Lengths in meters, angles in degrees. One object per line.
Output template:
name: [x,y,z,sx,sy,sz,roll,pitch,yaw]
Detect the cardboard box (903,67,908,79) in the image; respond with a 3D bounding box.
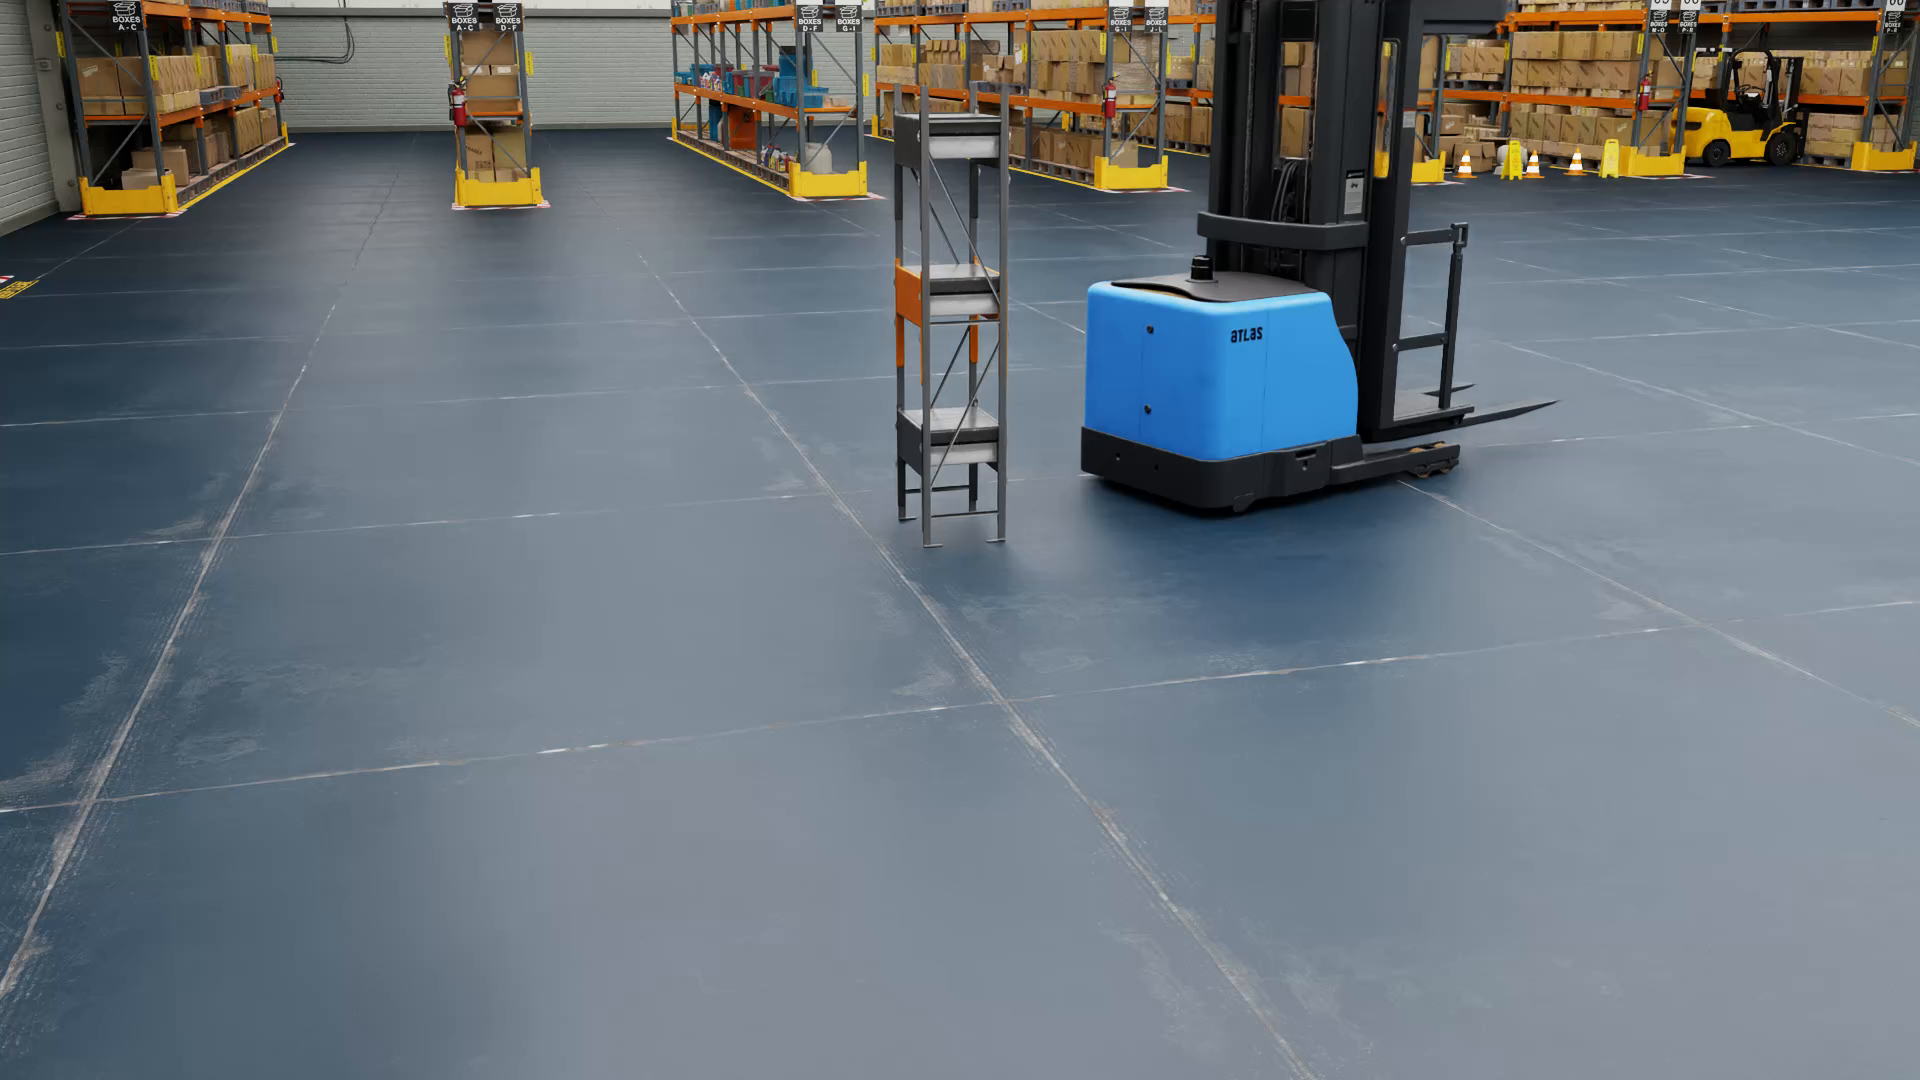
cardboard box: [-1.023,-10.778,38.363,0.500,0.250,0.500,-4,17,-14]

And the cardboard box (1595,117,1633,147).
cardboard box: [11.850,-7.372,30.025,0.500,0.500,0.500,-5,17,-15]

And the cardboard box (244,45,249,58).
cardboard box: [-14.287,-9.596,32.656,0.500,0.250,0.500,-4,17,-14]

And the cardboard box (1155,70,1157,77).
cardboard box: [4.466,-10.257,36.591,0.380,0.149,0.250,-4,17,-14]

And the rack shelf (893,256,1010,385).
rack shelf: [-0.045,-1.038,7.806,0.431,0.518,0.480,-5,17,-15]

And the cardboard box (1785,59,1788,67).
cardboard box: [16.234,-9.248,32.223,0.380,0.149,0.250,-5,17,-16]

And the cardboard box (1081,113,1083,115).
cardboard box: [3.147,-10.736,41.671,0.380,0.149,0.250,-5,17,-15]

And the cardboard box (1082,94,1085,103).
cardboard box: [2.247,-7.363,27.687,0.380,0.149,0.250,-5,17,-15]

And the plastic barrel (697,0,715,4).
plastic barrel: [-5.364,-11.609,35.205,0.433,0.535,0.433,0,17,0]

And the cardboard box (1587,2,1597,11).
cardboard box: [11.629,-9.677,30.175,0.380,0.149,0.250,-5,17,-17]

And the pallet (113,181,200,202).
pallet: [-12.037,-5.219,24.959,1.003,0.211,1.213,-5,17,-15]

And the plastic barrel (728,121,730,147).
plastic barrel: [-4.560,-8.258,33.824,0.421,0.512,0.421,0,17,0]

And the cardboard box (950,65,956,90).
cardboard box: [0.089,-9.660,34.723,0.500,0.500,0.500,-5,17,-16]

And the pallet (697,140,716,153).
pallet: [-5.095,-8.519,35.947,1.003,0.211,1.213,-5,17,-15]

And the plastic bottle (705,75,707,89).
plastic bottle: [-5.333,-9.635,35.016,0.061,0.283,0.133,-5,17,-15]

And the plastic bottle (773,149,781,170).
plastic bottle: [-3.026,-6.323,27.629,0.144,0.351,0.185,-4,17,-13]

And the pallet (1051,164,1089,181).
pallet: [2.251,-6.394,28.871,1.003,0.211,1.213,-5,17,-15]

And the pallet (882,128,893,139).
pallet: [-1.309,-10.019,40.940,1.003,0.211,1.213,-5,17,-15]

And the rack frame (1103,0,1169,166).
rack frame: [2.793,-7.144,26.521,1.000,3.000,0.127,-5,17,-15]

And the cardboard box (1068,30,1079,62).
cardboard box: [2.126,-8.222,27.681,0.500,0.500,0.500,-5,17,-15]

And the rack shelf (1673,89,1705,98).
rack shelf: [15.444,-9.636,36.067,1.077,0.370,4.000,-5,17,-15]

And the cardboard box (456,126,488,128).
cardboard box: [-7.861,-6.421,26.860,0.500,0.500,0.500,-5,17,-15]

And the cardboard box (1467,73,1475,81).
cardboard box: [10.581,-9.448,33.898,0.380,0.149,0.250,-5,17,-15]

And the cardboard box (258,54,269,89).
cardboard box: [-15.331,-9.986,35.461,0.980,0.700,0.700,-6,18,-18]

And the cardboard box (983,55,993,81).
cardboard box: [0.781,-9.460,33.326,0.500,0.500,0.500,-7,18,-22]

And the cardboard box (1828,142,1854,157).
cardboard box: [16.660,-7.310,31.124,0.500,0.250,0.500,-5,17,-15]

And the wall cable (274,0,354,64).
wall cable: [-17.103,-13.374,42.229,3.097,2.526,0.112,-5,17,-15]

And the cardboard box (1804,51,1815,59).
cardboard box: [16.344,-9.249,31.712,0.380,0.149,0.250,-4,17,-14]

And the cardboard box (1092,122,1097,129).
cardboard box: [3.467,-10.173,40.829,0.380,0.149,0.250,-5,17,-15]

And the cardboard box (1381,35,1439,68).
cardboard box: [7.525,-8.203,27.908,0.875,0.550,0.550,-5,17,-15]

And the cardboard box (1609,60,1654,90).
cardboard box: [11.907,-8.246,29.499,0.500,0.500,0.500,-5,17,-16]

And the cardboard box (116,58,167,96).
cardboard box: [-11.337,-6.422,23.039,0.500,0.500,0.500,-5,17,-15]

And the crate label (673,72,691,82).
crate label: [-6.615,-11.032,39.652,0.416,0.233,0.303,-5,17,-15]

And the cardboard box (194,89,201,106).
cardboard box: [-12.173,-6.906,25.955,0.500,0.250,0.500,-5,17,-15]

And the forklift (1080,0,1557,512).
forklift: [2.149,-1.853,9.024,3.031,2.935,1.130,-11,20,-33]

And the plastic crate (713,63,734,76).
plastic crate: [-5.272,-10.398,37.138,0.402,0.464,0.583,-5,17,-15]

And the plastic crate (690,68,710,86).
plastic crate: [-5.724,-10.195,36.601,0.392,0.384,0.575,-5,17,-15]

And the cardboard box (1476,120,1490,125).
cardboard box: [13.359,-10.607,42.274,0.380,0.149,0.250,-5,18,-17]

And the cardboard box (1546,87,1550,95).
cardboard box: [11.360,-8.522,31.544,0.380,0.149,0.250,-5,17,-16]

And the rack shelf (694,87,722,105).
rack shelf: [-4.718,-9.174,34.529,1.077,0.370,4.000,-5,17,-15]

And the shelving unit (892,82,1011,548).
shelving unit: [-0.045,-1.051,7.802,0.431,2.100,0.503,-5,17,-15]

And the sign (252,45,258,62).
sign: [-14.274,-9.851,33.656,0.100,0.325,0.005,-5,17,-15]

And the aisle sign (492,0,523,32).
aisle sign: [-6.421,-7.613,23.563,0.394,0.787,0.004,-5,17,-15]

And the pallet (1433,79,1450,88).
pallet: [10.421,-9.860,35.895,1.213,0.211,1.003,-5,17,-15]

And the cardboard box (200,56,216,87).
cardboard box: [-13.375,-8.159,28.961,0.700,0.500,0.500,-6,18,-20]

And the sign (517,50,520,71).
sign: [-7.299,-7.965,27.612,0.100,0.325,0.005,-5,17,-15]

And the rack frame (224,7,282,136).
rack frame: [-15.892,-10.395,37.343,1.000,3.000,0.127,-5,17,-15]

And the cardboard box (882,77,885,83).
cardboard box: [-1.681,-11.183,40.405,0.380,0.149,0.250,-5,17,-17]

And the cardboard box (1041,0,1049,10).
cardboard box: [1.721,-9.324,28.826,0.500,0.250,0.500,-5,17,-16]

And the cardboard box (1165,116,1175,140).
cardboard box: [4.820,-9.030,36.415,0.500,0.500,0.500,-4,17,-13]

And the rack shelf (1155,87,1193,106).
rack shelf: [4.841,-9.930,37.045,1.077,0.370,4.000,-5,17,-15]

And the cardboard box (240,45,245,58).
cardboard box: [-14.147,-9.455,32.186,0.500,0.250,0.500,-4,17,-14]

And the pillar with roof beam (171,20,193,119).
pillar with roof beam: [-11.678,-12.627,34.347,9.100,9.000,0.400,-5,17,-15]
